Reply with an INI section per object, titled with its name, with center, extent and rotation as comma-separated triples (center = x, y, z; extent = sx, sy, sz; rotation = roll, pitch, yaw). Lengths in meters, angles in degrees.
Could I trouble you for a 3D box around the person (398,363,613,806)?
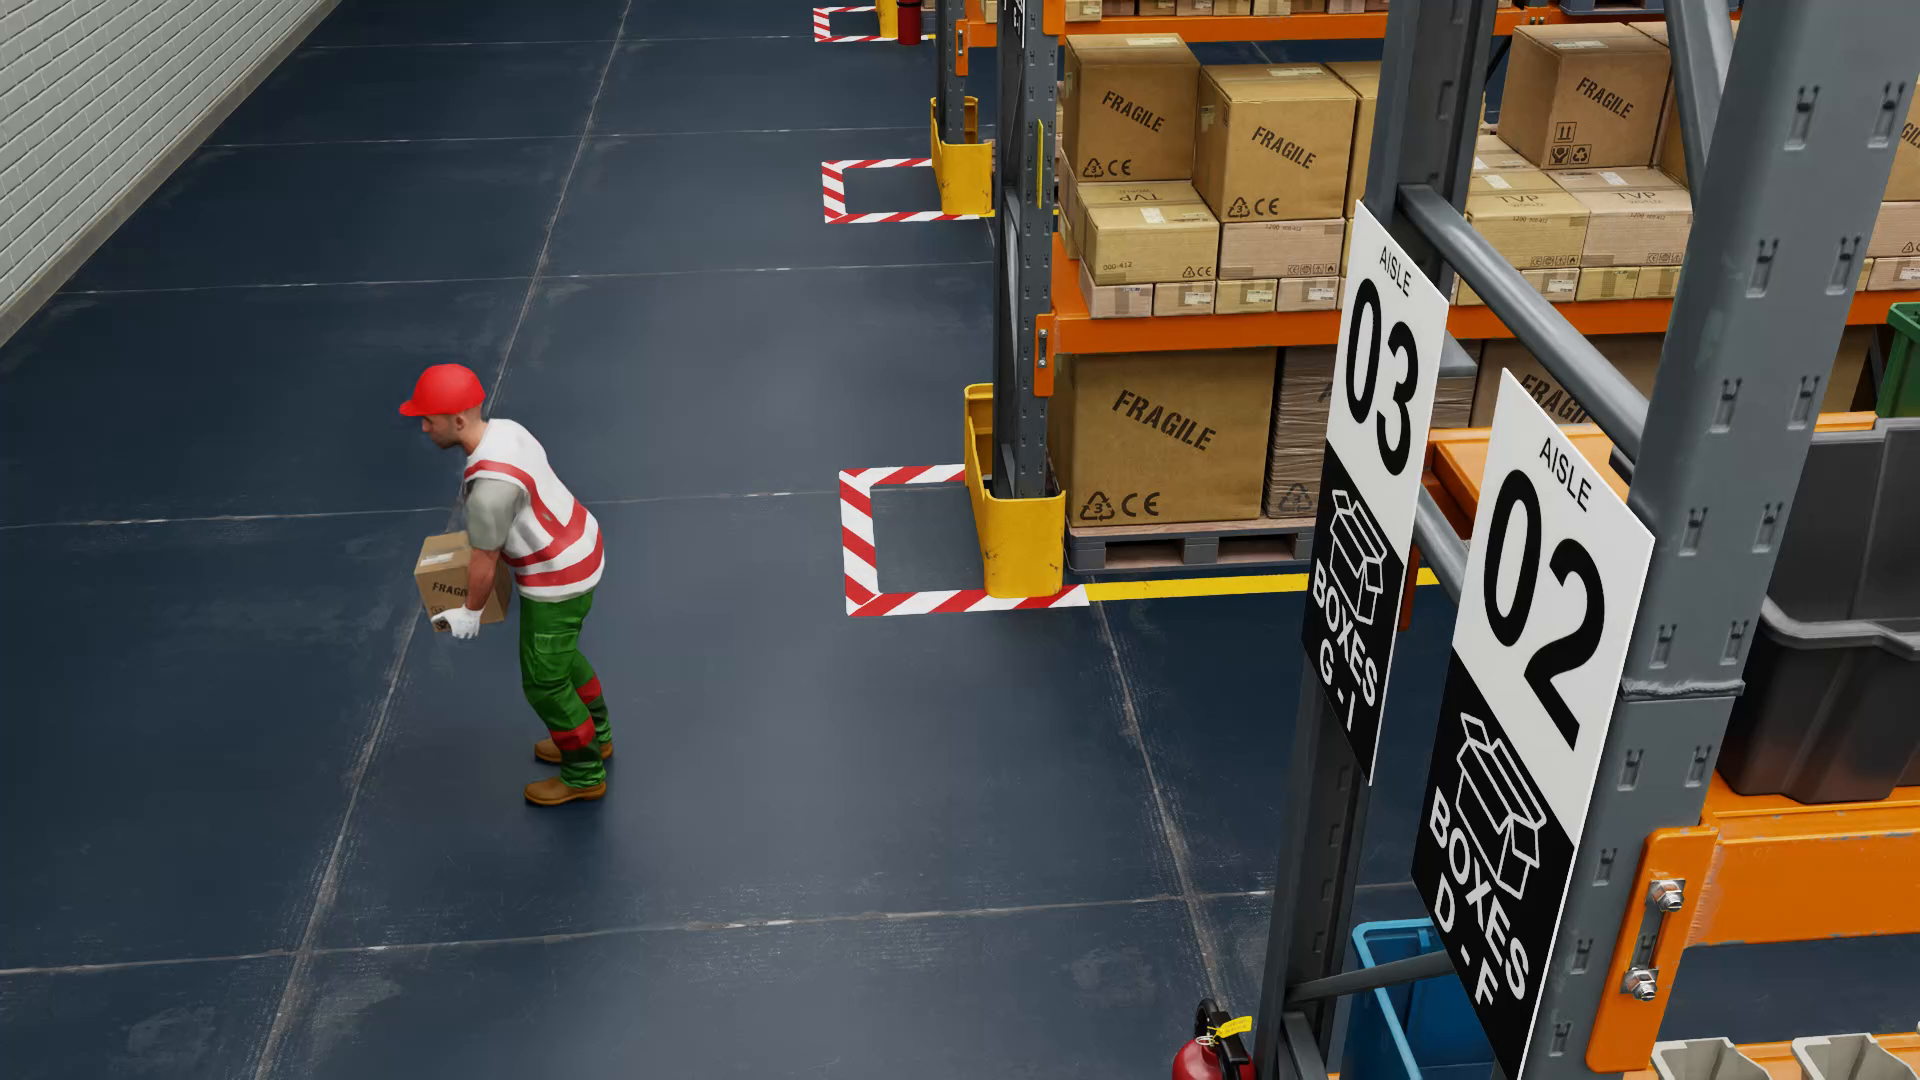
[person]
center = -1.559, 0.163, 5.896
extent = 0.603, 1.725, 0.483
rotation = -3, 31, -5
